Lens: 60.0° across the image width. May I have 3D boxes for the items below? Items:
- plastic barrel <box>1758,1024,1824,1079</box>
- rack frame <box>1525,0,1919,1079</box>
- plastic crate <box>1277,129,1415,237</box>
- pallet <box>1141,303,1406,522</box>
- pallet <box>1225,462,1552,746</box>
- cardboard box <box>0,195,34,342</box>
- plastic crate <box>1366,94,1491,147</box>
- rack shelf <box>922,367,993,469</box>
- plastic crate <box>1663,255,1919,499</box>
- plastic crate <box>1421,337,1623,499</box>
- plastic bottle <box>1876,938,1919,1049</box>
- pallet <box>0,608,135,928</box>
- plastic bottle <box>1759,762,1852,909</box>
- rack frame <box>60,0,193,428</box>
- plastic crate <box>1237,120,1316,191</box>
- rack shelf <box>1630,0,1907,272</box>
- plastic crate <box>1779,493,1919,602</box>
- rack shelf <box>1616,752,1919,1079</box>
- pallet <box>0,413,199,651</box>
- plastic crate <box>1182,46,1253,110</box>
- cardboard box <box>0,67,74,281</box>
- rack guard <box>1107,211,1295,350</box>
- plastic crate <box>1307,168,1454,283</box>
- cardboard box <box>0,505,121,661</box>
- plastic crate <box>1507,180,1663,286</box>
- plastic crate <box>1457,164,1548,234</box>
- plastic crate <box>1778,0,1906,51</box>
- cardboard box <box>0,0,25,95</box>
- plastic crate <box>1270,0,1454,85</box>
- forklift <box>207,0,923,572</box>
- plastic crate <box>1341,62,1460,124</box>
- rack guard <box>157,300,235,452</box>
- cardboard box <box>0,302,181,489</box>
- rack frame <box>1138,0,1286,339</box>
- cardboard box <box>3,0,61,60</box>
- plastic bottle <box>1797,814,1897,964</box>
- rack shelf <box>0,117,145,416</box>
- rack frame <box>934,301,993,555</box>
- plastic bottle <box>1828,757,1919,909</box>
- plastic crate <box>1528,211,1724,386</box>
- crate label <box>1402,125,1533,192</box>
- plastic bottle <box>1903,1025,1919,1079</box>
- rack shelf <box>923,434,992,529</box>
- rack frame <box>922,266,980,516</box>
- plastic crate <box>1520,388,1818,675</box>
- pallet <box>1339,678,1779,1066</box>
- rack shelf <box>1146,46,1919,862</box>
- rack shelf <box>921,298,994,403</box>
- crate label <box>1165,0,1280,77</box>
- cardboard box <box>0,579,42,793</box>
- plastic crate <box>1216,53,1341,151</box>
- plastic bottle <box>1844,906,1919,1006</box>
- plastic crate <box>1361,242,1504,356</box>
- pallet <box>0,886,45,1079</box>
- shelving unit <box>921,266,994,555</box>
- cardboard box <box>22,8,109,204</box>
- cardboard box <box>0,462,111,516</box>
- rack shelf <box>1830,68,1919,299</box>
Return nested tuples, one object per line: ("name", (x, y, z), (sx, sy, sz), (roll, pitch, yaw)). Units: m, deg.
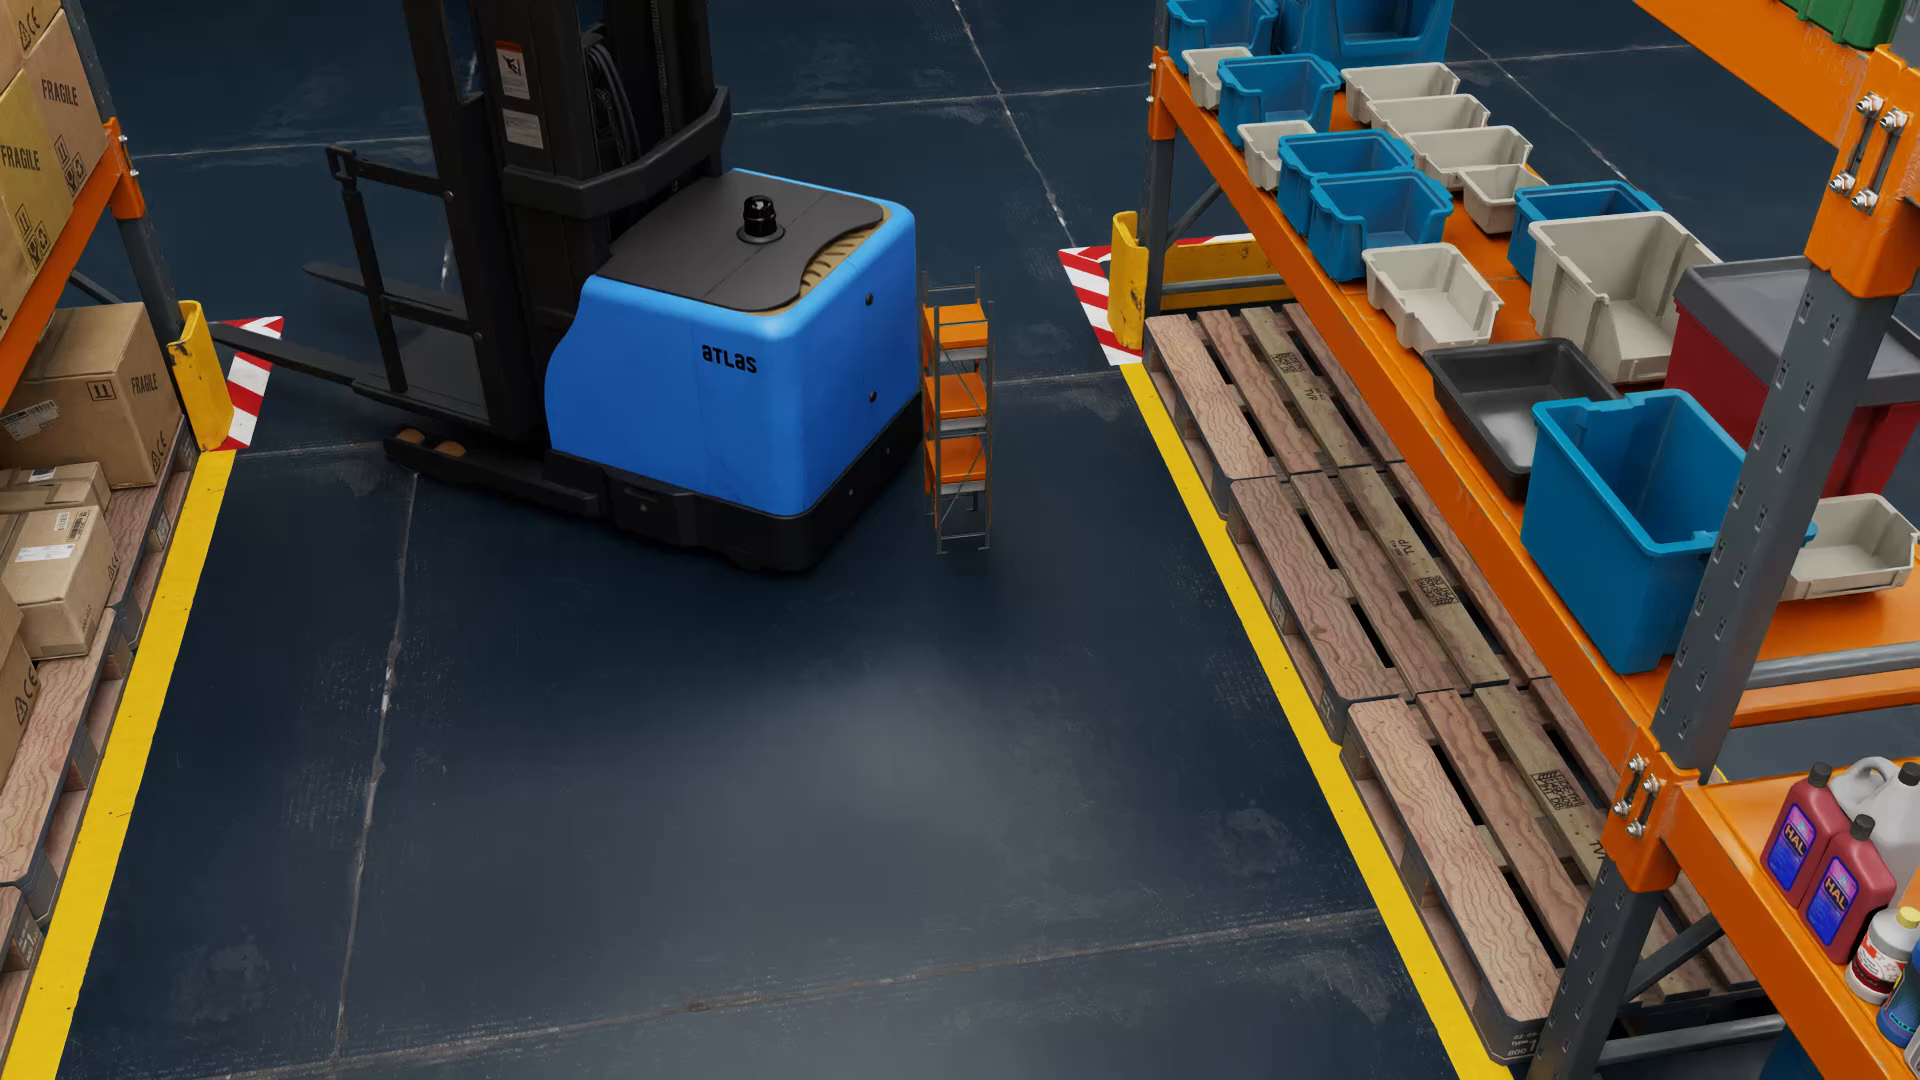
("plastic barrel", (2.059, 1.242, 3.575), (0.600, 0.901, 0.708), (-6, 38, -8))
("rack frame", (1.980, 0.249, 3.485), (1.000, 3.000, 0.127), (-6, 38, -8))
("plastic crate", (1.229, -1.145, 5.367), (0.416, 0.233, 0.300), (-6, 38, -8))
("pallet", (1.386, -0.564, 6.804), (1.003, 0.211, 1.213), (-6, 38, -8))
("pallet", (1.596, 0.171, 5.857), (1.003, 0.211, 1.213), (-6, 38, -8))
("cardboard box", (-3.075, -0.820, 4.779), (0.500, 0.500, 0.500), (-6, 38, -8))
("plastic crate", (1.637, -1.437, 5.821), (0.396, 0.136, 0.243), (-6, 38, -8))
("rack shelf", (-0.009, -0.439, 5.976), (0.215, 0.259, 0.240), (-6, 38, -8))
("plastic crate", (2.071, -0.367, 4.176), (0.402, 0.464, 0.583), (-6, 38, -8))
("plastic crate", (1.520, -0.314, 4.384), (0.437, 0.125, 0.590), (-6, 38, -8))
("plastic bottle", (1.703, 0.774, 2.914), (0.097, 0.271, 0.097), (0, 38, 0))
("pallet", (-3.234, 0.727, 5.142), (1.003, 0.211, 1.213), (-6, 38, -8))
("plastic bottle", (1.625, 0.562, 3.177), (0.061, 0.283, 0.133), (-6, 38, -8))
("rack frame", (-3.598, -1.637, 5.912), (1.000, 3.000, 0.127), (-6, 38, -8))
("plastic crate", (1.092, -1.290, 5.632), (0.250, 0.136, 0.298), (-6, 38, -8))
("rack shelf", (1.630, -1.860, 4.340), (1.077, 0.370, 4.000), (-6, 38, -8))
("plastic crate", (2.040, 0.033, 3.929), (0.396, 0.136, 0.243), (-6, 38, -8))
("rack shelf", (2.331, 1.741, 2.151), (1.077, 0.370, 4.000), (-6, 38, -8))
("pallet", (-3.444, -0.008, 6.089), (1.003, 0.211, 1.213), (-6, 38, -8))
("plastic crate", (0.973, -1.700, 6.159), (0.250, 0.136, 0.298), (-6, 38, -8))
("cardboard box", (-3.157, -1.122, 5.168), (0.500, 0.500, 0.500), (-6, 38, -8))
("rack guard", (1.262, -1.193, 7.379), (1.175, 0.500, 0.348), (-6, 38, -8))
("plastic crate", (1.282, -0.964, 5.133), (0.416, 0.233, 0.300), (-6, 38, -8))
("cardboard box", (-3.123, 0.154, 5.489), (0.500, 0.250, 0.500), (-6, 38, -8))
("plastic crate", (1.892, -0.912, 5.067), (0.416, 0.233, 0.300), (-6, 38, -8))
("plastic crate", (1.780, -1.095, 5.380), (0.298, 0.136, 0.250), (-6, 38, -8))
("plastic crate", (1.609, -1.076, 2.917), (0.450, 0.188, 0.662), (-6, 38, -8))
("cardboard box", (-3.160, -1.527, 4.874), (0.500, 0.500, 0.500), (-5, 38, -7))
("plastic crate", (1.522, -2.023, 6.331), (0.616, 0.435, 0.499), (-6, 38, -8))
("forklift", (-1.707, -1.654, 5.990), (3.031, 2.935, 1.130), (16, 41, 20))
("plastic crate", (1.600, -1.614, 6.048), (0.396, 0.136, 0.243), (-6, 38, -8))
("rack guard", (-3.585, -0.604, 6.620), (1.175, 0.500, 0.348), (-6, 38, -8))
("cardboard box", (-3.260, -0.522, 6.155), (0.500, 0.500, 0.500), (-6, 38, -8))
("rack frame", (1.279, -2.167, 6.595), (1.000, 3.000, 0.127), (-6, 38, -8))
("cardboard box", (-3.249, -1.832, 5.267), (0.500, 0.500, 0.500), (-7, 38, -8))
("plastic bottle", (1.648, 0.643, 3.073), (0.061, 0.283, 0.133), (-6, 38, -8))
("rack shelf", (-3.247, -0.145, 4.578), (1.077, 0.370, 4.000), (-6, 38, -8))
("rack frame", (0.012, -0.373, 5.875), (0.200, 1.050, 0.008), (-6, 38, -8))
("plastic bottle", (1.730, 0.540, 3.150), (0.144, 0.351, 0.185), (-6, 38, -8))
("plastic crate", (1.894, -0.670, 4.716), (0.437, 0.282, 0.530), (-6, 38, -8))
("crate label", (1.710, -1.272, 5.608), (0.396, 0.136, 0.243), (-6, 38, -8))
("plastic bottle", (1.751, 0.839, 2.826), (0.152, 0.276, 0.135), (-6, 38, -8))
("rack shelf", (-0.009, -0.219, 6.147), (0.215, 0.259, 0.240), (-6, 38, -8))
("rack frame", (-0.031, -0.521, 6.064), (0.200, 1.050, 0.008), (-6, 38, -8))
("plastic crate", (1.563, -0.014, 3.787), (0.392, 0.384, 0.575), (-6, 38, -8))
("pallet", (1.813, 0.910, 4.907), (1.003, 0.211, 1.213), (-6, 38, -8))
("rack shelf", (1.630, -0.675, 5.261), (1.077, 0.370, 4.000), (-6, 38, -8))
("rack shelf", (-0.009, -0.663, 5.802), (0.215, 0.259, 0.240), (-6, 38, -8))
("crate label", (0.998, -1.940, 6.390), (0.416, 0.233, 0.303), (-6, 38, -8))
("cardboard box", (-3.231, 0.457, 4.893), (0.797, 0.503, 0.637), (-6, 38, -8))
("plastic crate", (1.114, -1.543, 5.878), (0.416, 0.233, 0.300), (-6, 38, -8))
("plastic bottle", (1.686, 0.743, 3.011), (0.097, 0.201, 0.097), (0, 38, 0))
("plastic crate", (1.379, -0.690, 4.860), (0.293, 0.136, 0.466), (-6, 38, -8))
("pallet", (-3.016, 1.465, 4.192), (1.003, 0.211, 1.213), (-6, 38, -8))
("shelving unit", (-0.009, -0.447, 5.970), (0.215, 1.050, 0.252), (-6, 38, -8))
("cardboard box", (-3.252, -1.435, 5.571), (0.500, 0.500, 0.500), (-5, 38, -7))
("cardboard box", (-3.278, -0.136, 5.930), (0.380, 0.166, 0.250), (-6, 38, -8))
("rack shelf", (2.331, 0.556, 1.231), (1.077, 0.370, 4.000), (-6, 38, -8))
